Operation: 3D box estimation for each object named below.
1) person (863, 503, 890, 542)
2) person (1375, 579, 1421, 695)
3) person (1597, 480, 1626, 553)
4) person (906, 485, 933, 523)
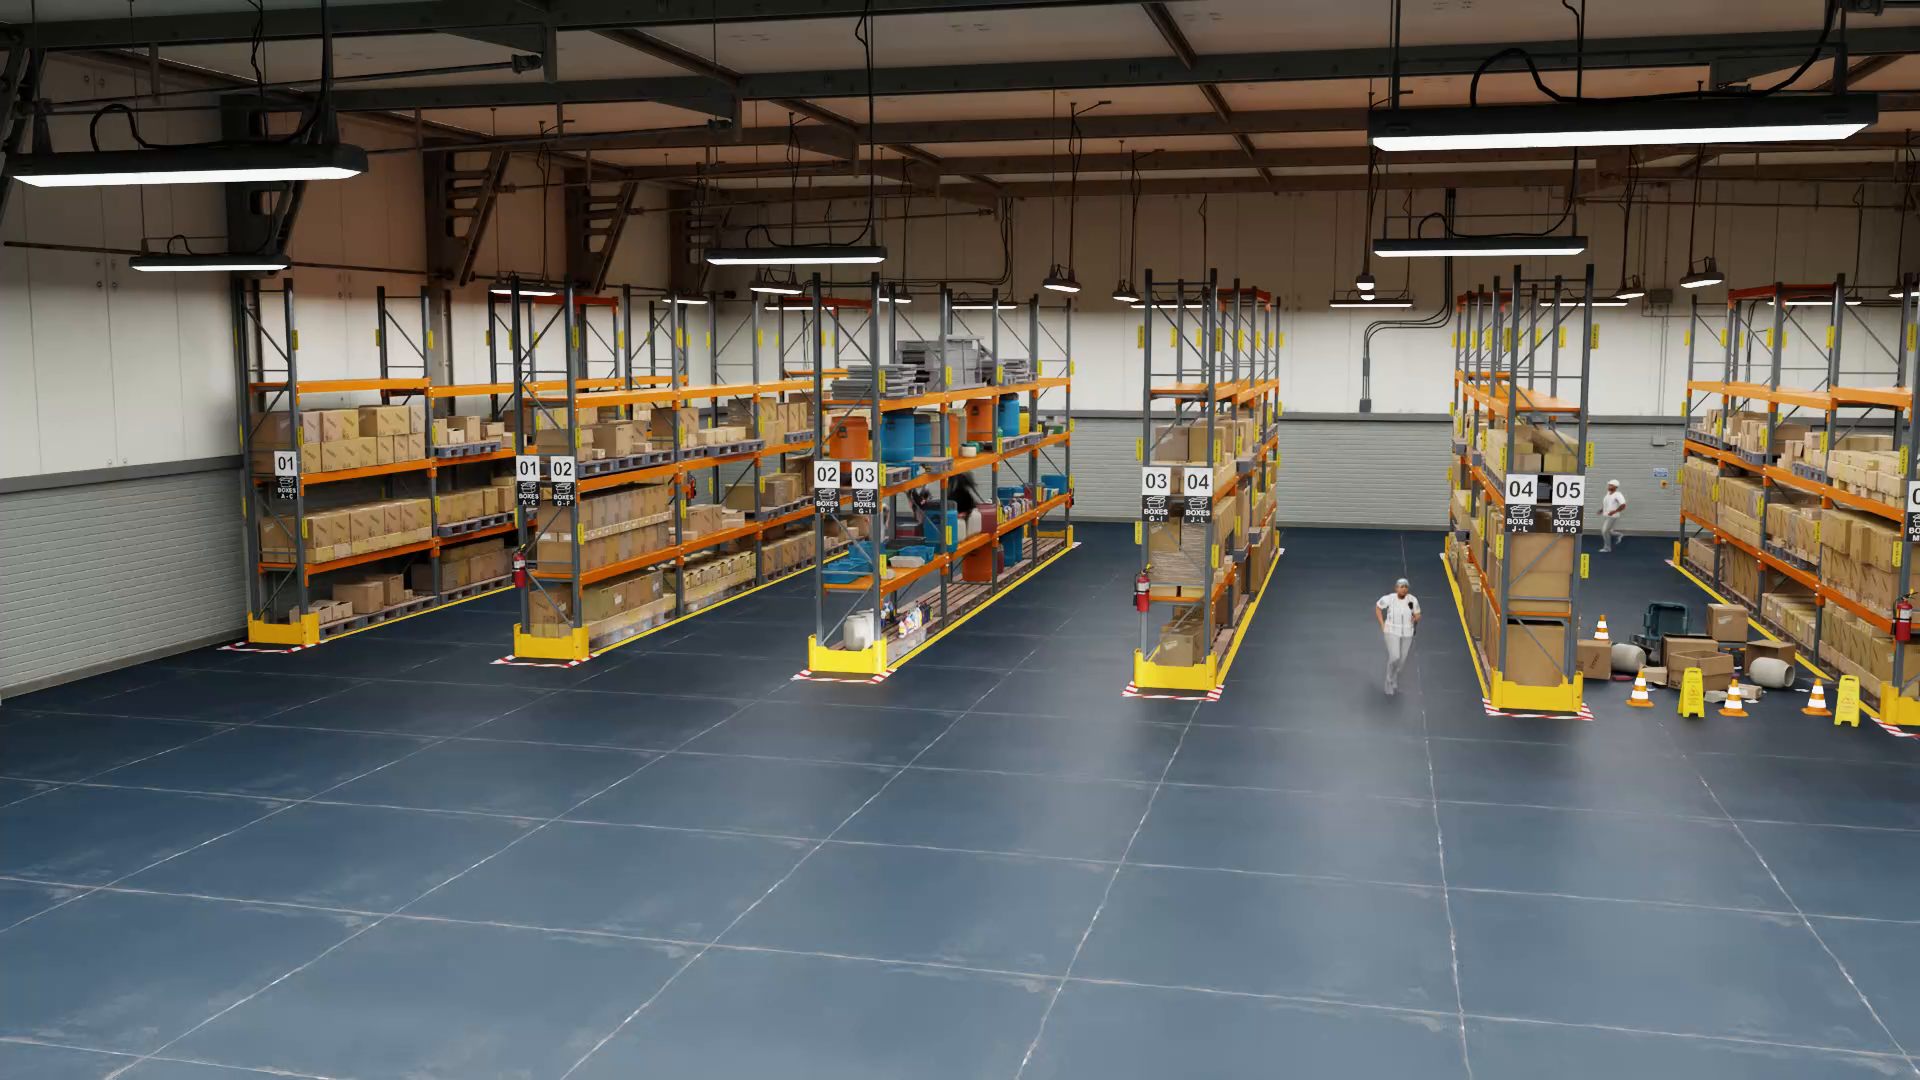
[{"bbox_3d":[-1.707,-0.153,33.988,0.518,1.709,0.855,2,7,13],"label":"person"},{"bbox_3d":[6.236,1.366,23.634,0.589,1.671,0.731,-1,7,-4],"label":"person"},{"bbox_3d":[15.483,-0.569,39.406,0.652,1.724,0.702,-1,7,-8],"label":"person"},{"bbox_3d":[-0.995,-0.743,40.918,0.655,1.709,0.945,0,7,-2],"label":"person"}]
